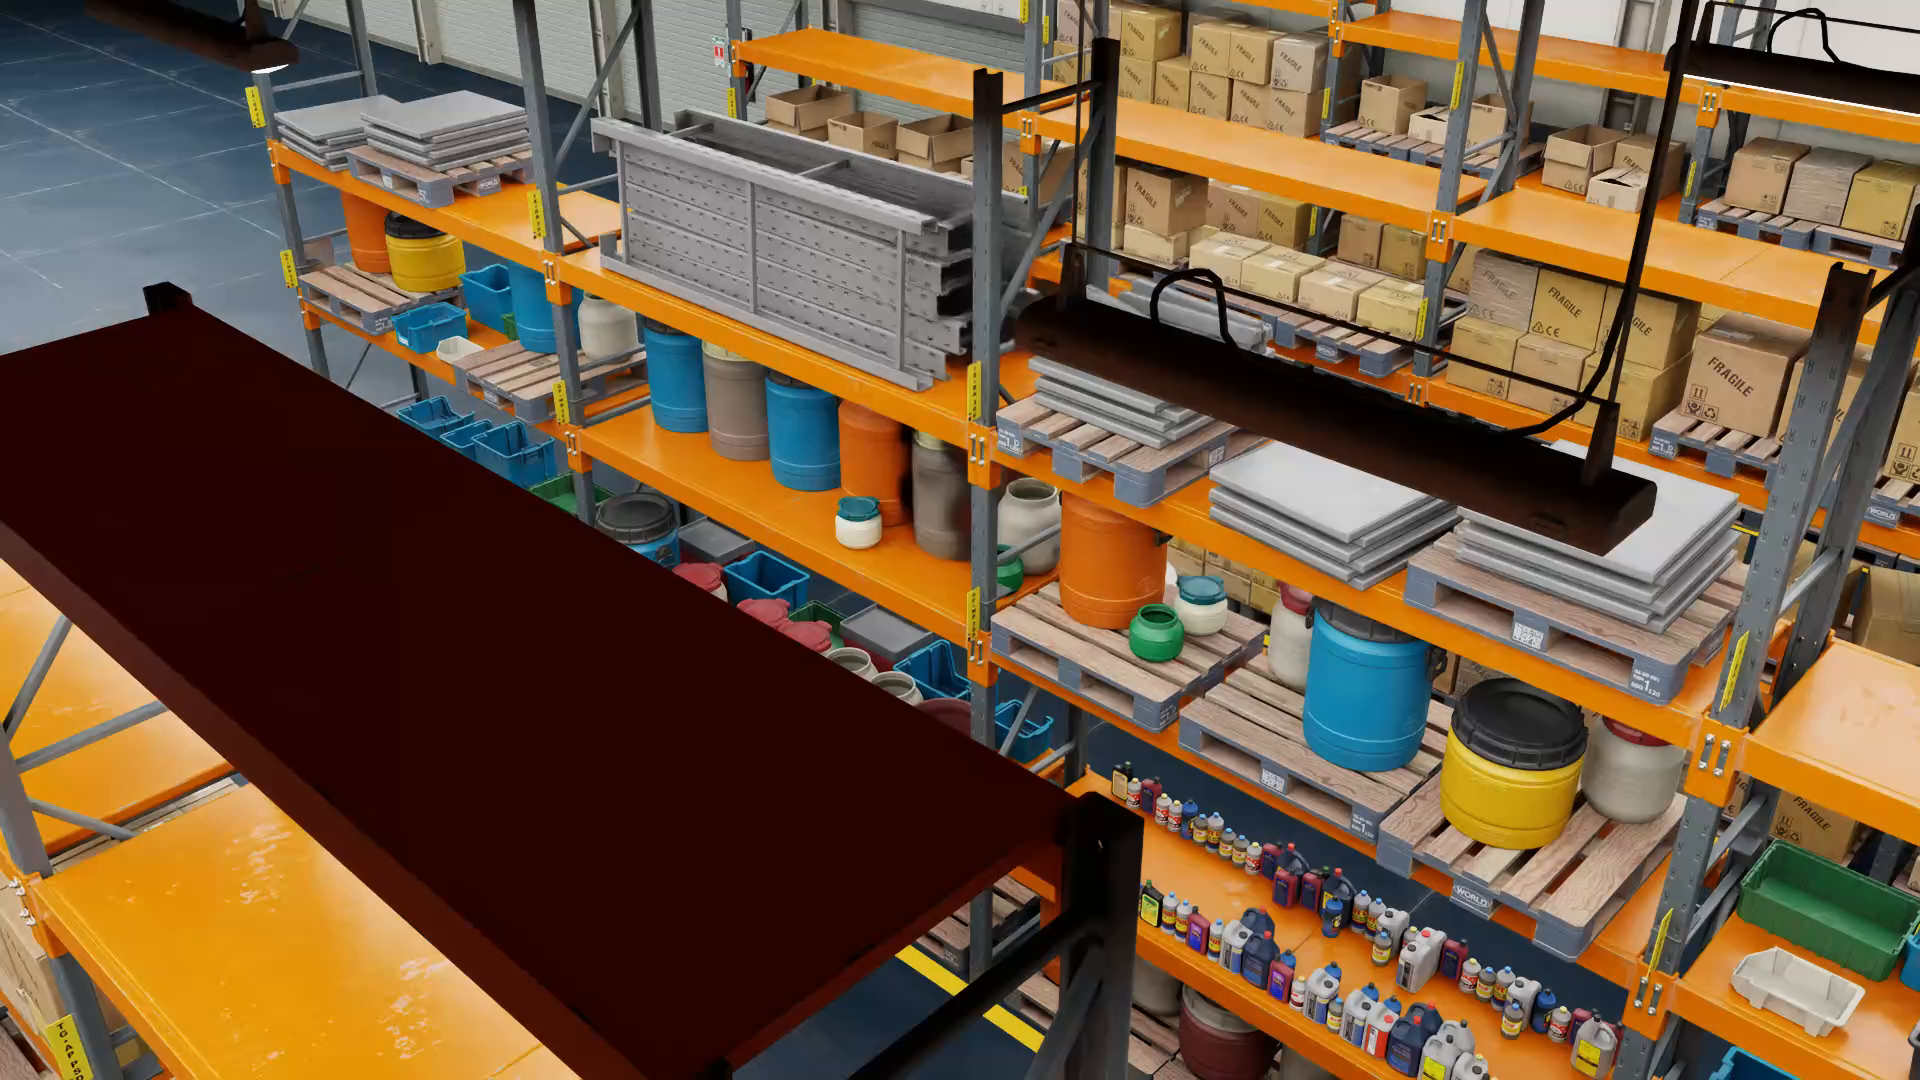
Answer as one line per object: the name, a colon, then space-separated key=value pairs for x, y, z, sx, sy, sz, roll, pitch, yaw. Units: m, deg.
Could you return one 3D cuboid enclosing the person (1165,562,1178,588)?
person: x=1.662 y=0.769 z=13.158 sx=0.800 sy=1.715 sz=0.648 roll=6 pitch=30 yaw=10
